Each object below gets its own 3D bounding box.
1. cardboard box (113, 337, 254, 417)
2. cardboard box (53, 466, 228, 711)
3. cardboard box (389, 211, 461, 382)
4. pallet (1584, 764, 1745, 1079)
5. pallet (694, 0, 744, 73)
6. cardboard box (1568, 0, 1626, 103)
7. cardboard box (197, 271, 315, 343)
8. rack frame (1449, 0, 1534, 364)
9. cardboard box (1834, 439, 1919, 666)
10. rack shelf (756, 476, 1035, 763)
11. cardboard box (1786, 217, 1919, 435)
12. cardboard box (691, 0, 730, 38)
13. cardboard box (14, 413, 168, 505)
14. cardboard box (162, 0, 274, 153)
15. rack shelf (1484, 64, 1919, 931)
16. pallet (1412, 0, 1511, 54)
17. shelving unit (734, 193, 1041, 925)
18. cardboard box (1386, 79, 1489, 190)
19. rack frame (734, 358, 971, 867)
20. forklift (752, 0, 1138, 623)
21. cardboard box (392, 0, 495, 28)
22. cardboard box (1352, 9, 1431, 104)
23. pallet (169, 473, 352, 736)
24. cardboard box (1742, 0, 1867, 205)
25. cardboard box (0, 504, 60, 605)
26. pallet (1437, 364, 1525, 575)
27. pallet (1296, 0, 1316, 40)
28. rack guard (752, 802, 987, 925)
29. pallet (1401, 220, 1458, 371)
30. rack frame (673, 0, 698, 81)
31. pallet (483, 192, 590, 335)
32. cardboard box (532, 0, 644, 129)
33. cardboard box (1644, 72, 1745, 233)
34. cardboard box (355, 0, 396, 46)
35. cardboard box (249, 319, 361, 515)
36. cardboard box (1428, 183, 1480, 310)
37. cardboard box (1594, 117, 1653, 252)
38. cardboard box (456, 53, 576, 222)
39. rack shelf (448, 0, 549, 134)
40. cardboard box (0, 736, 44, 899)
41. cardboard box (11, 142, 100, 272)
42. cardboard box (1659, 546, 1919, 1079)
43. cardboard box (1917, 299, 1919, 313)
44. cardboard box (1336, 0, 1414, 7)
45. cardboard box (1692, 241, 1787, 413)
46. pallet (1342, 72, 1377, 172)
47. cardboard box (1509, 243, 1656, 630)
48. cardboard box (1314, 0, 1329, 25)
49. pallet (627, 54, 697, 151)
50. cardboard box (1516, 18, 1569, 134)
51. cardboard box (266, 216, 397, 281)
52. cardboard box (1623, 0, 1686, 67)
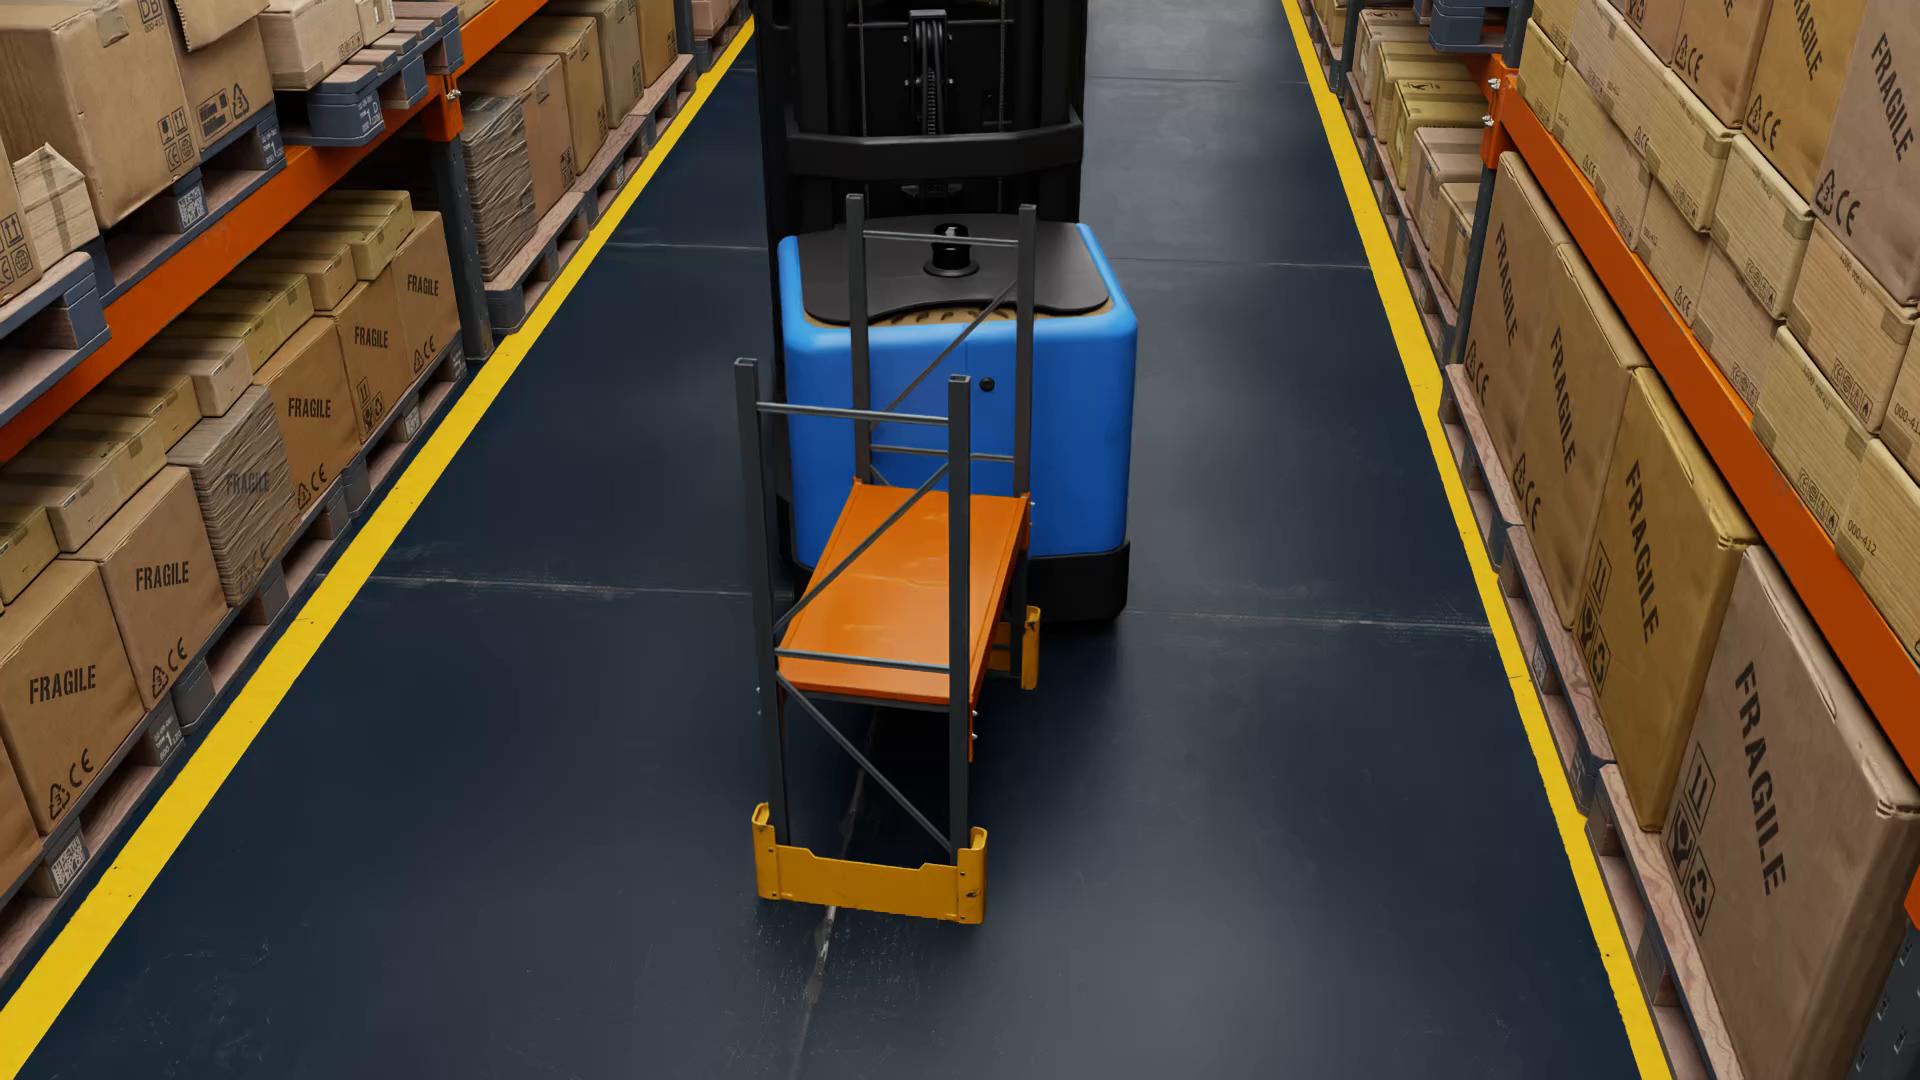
[{"bbox_3d":[-2.399,-0.498,5.062,0.380,0.149,0.250,1,32,2],"label":"cardboard box"},{"bbox_3d":[-2.458,0.126,4.669,0.500,0.500,0.500,2,32,3],"label":"cardboard box"},{"bbox_3d":[-2.295,-0.952,6.419,0.500,0.500,0.500,3,32,5],"label":"cardboard box"},{"bbox_3d":[2.135,1.014,3.903,1.003,0.211,1.213,2,32,4],"label":"pallet"},{"bbox_3d":[-2.043,-3.387,11.044,1.003,0.211,1.213,2,32,4],"label":"pallet"},{"bbox_3d":[2.142,-1.482,4.963,0.500,0.250,0.500,3,32,5],"label":"cardboard box"},{"bbox_3d":[-2.386,-0.774,5.511,0.380,0.149,0.250,3,32,5],"label":"cardboard box"},{"bbox_3d":[2.473,-1.858,5.906,1.000,3.000,0.127,2,32,4],"label":"rack frame"},{"bbox_3d":[1.932,0.052,2.949,0.500,0.250,0.500,2,32,3],"label":"cardboard box"},{"bbox_3d":[-0.138,0.174,4.381,0.538,0.185,1.000,5,32,8],"label":"rack shelf"},{"bbox_3d":[1.974,-0.418,3.236,0.500,0.250,0.500,3,32,5],"label":"cardboard box"},{"bbox_3d":[-1.780,-3.407,10.640,0.500,0.250,0.500,3,32,4],"label":"cardboard box"},{"bbox_3d":[-2.462,-0.229,4.626,0.380,0.149,0.250,4,32,6],"label":"cardboard box"},{"bbox_3d":[-2.423,-1.429,4.712,0.797,0.503,0.637,2,32,3],"label":"cardboard box"},{"bbox_3d":[2.310,-0.506,4.398,1.077,0.370,4.000,2,32,4],"label":"rack shelf"},{"bbox_3d":[2.424,-2.154,6.568,1.213,0.211,1.003,2,32,4],"label":"pallet"},{"bbox_3d":[-0.140,0.026,4.279,0.587,1.500,1.083,5,32,8],"label":"shelving unit"},{"bbox_3d":[2.648,-1.996,8.234,0.950,0.372,0.625,3,32,6],"label":"cardboard box"},{"bbox_3d":[-0.226,0.284,3.860,0.500,1.500,0.032,5,32,8],"label":"rack frame"},{"bbox_3d":[-0.159,-1.701,5.717,1.130,2.935,3.031,-4,32,-6],"label":"forklift"},{"bbox_3d":[-2.195,-2.226,6.646,0.500,0.250,0.500,3,32,4],"label":"cardboard box"},{"bbox_3d":[2.758,-2.735,9.434,0.950,0.372,0.625,3,32,5],"label":"cardboard box"},{"bbox_3d":[-2.675,0.144,5.315,1.003,0.211,1.213,2,32,4],"label":"pallet"},{"bbox_3d":[2.029,-1.014,3.488,0.500,0.500,0.500,3,32,5],"label":"cardboard box"},{"bbox_3d":[-2.542,0.030,4.207,0.380,0.149,0.250,2,32,3],"label":"cardboard box"},{"bbox_3d":[2.333,-0.262,5.974,1.003,0.211,1.213,2,32,4],"label":"pallet"},{"bbox_3d":[2.914,-3.755,11.642,1.003,0.211,1.213,2,32,4],"label":"pallet"},{"bbox_3d":[-0.226,0.815,4.189,0.587,0.250,0.087,5,32,8],"label":"rack guard"},{"bbox_3d":[2.538,-1.080,7.300,1.003,0.211,1.213,2,32,4],"label":"pallet"},{"bbox_3d":[-2.149,-4.160,9.641,1.000,3.000,0.127,2,32,4],"label":"rack frame"},{"bbox_3d":[-2.369,-1.310,7.674,1.003,0.211,1.213,2,32,4],"label":"pallet"},{"bbox_3d":[-2.251,-2.649,9.052,0.875,0.625,0.625,2,32,3],"label":"cardboard box"},{"bbox_3d":[2.035,-0.958,4.111,0.500,0.250,0.500,3,32,5],"label":"cardboard box"},{"bbox_3d":[-2.146,-1.780,5.619,0.380,0.149,0.250,3,32,5],"label":"cardboard box"},{"bbox_3d":[-2.386,-0.417,5.551,0.500,0.500,0.500,4,32,6],"label":"cardboard box"},{"bbox_3d":[2.529,-1.213,6.964,0.950,0.372,0.625,0,32,1],"label":"cardboard box"},{"bbox_3d":[2.109,-1.006,4.666,0.500,0.250,0.500,3,32,6],"label":"cardboard box"},{"bbox_3d":[-2.365,-1.904,7.843,0.875,0.625,0.625,3,32,6],"label":"cardboard box"},{"bbox_3d":[-2.312,-2.808,8.133,1.077,0.370,4.000,2,32,4],"label":"rack shelf"},{"bbox_3d":[-2.537,0.666,3.793,0.500,0.500,0.500,4,32,6],"label":"cardboard box"},{"bbox_3d":[-2.305,-0.808,3.930,0.396,0.266,0.258,4,32,6],"label":"cardboard box"},{"bbox_3d":[2.118,0.632,3.491,0.875,0.875,0.875,3,32,6],"label":"cardboard box"},{"bbox_3d":[1.933,-0.479,2.620,0.500,0.500,0.500,3,32,6],"label":"cardboard box"},{"bbox_3d":[2.579,-3.598,10.235,0.500,0.500,0.500,2,32,3],"label":"cardboard box"},{"bbox_3d":[2.035,-0.477,3.808,0.500,0.250,0.500,2,32,3],"label":"cardboard box"},{"bbox_3d":[2.736,-2.355,9.371,1.003,0.211,1.213,2,32,4],"label":"pallet"},{"bbox_3d":[2.257,-0.308,5.016,0.875,0.875,0.875,3,32,5],"label":"cardboard box"},{"bbox_3d":[2.612,-3.557,10.884,0.500,0.250,0.500,2,32,3],"label":"cardboard box"},{"bbox_3d":[-2.170,-2.586,9.745,1.003,0.211,1.213,2,32,4],"label":"pallet"},{"bbox_3d":[2.182,-1.549,5.547,0.500,0.250,0.500,2,32,3],"label":"cardboard box"},{"bbox_3d":[-2.254,-1.046,5.952,0.380,0.149,0.250,1,32,1],"label":"cardboard box"},{"bbox_3d":[2.100,-1.549,4.356,0.500,0.500,0.500,3,32,5],"label":"cardboard box"}]
